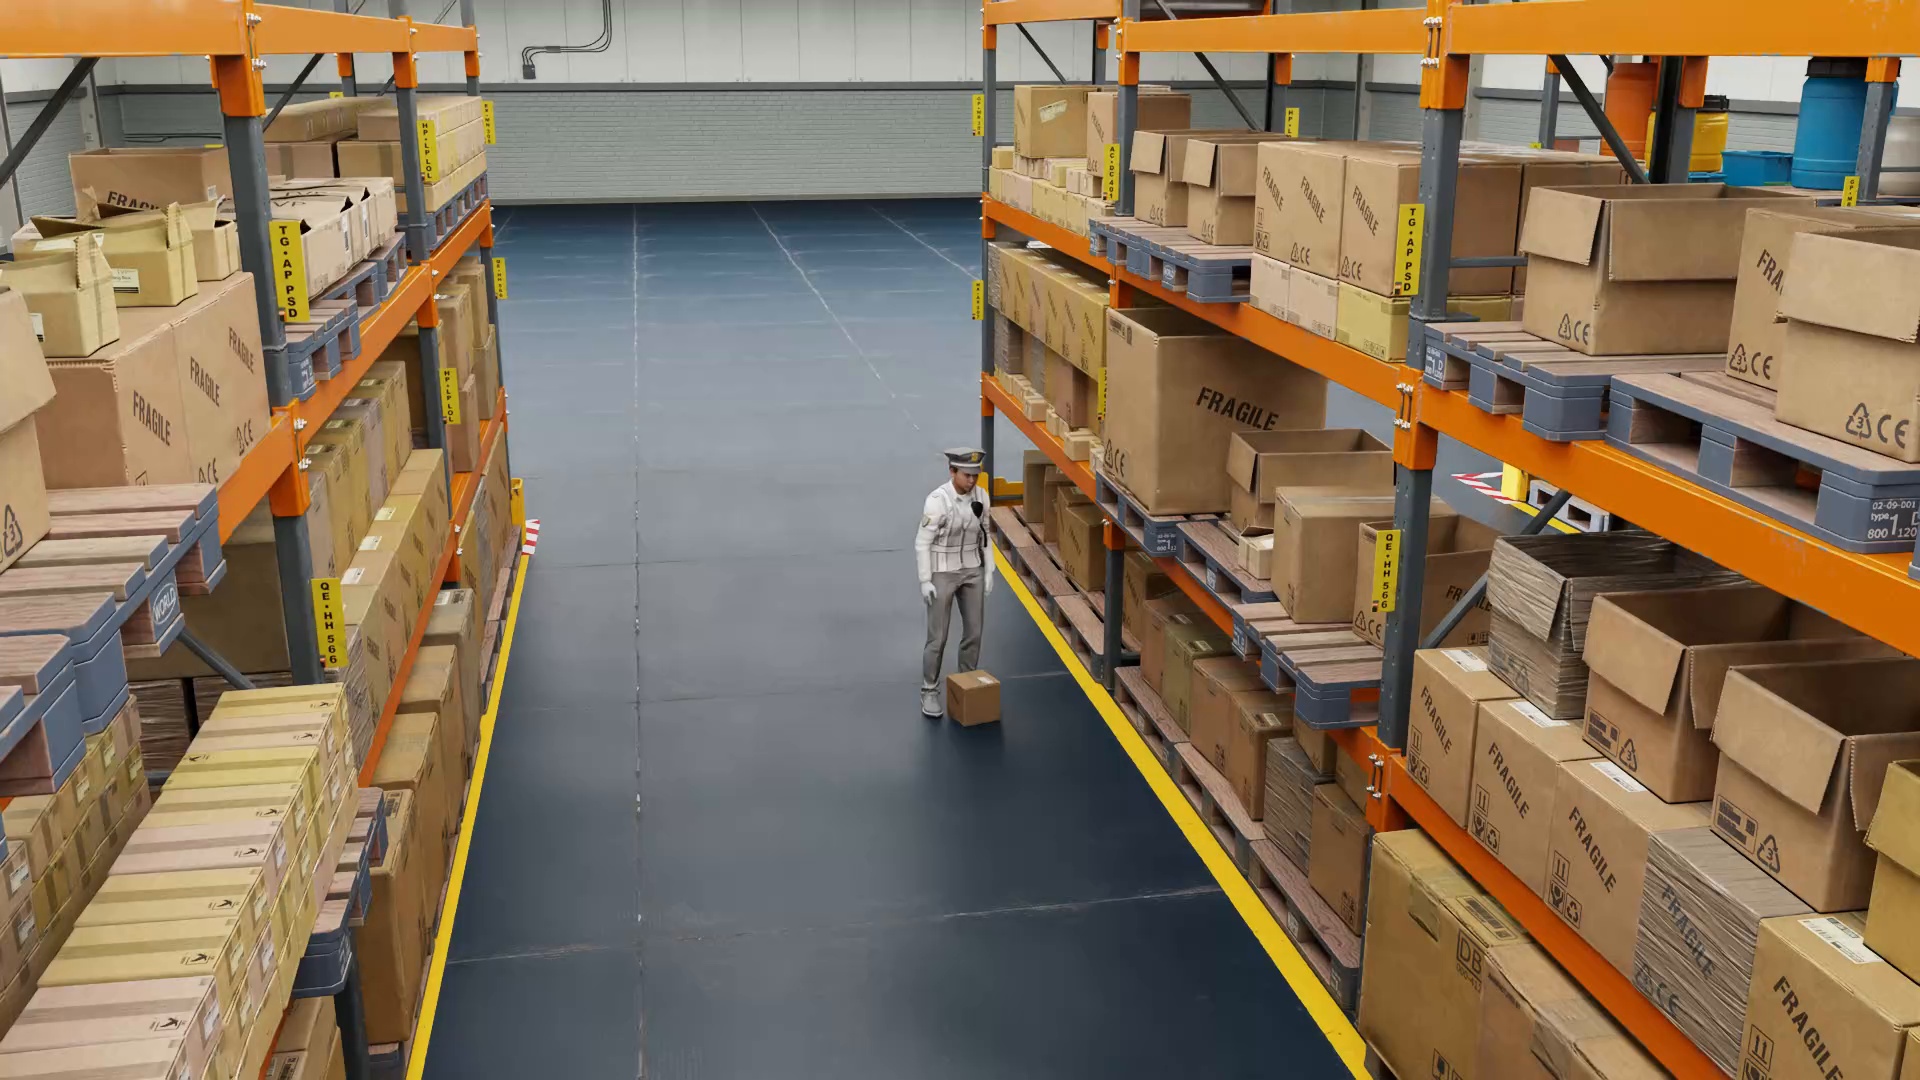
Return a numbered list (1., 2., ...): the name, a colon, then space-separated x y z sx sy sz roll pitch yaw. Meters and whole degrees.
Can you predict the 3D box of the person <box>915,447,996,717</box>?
1. person: -0.020 0.233 10.246 0.540 1.661 0.374 -9 19 -27
